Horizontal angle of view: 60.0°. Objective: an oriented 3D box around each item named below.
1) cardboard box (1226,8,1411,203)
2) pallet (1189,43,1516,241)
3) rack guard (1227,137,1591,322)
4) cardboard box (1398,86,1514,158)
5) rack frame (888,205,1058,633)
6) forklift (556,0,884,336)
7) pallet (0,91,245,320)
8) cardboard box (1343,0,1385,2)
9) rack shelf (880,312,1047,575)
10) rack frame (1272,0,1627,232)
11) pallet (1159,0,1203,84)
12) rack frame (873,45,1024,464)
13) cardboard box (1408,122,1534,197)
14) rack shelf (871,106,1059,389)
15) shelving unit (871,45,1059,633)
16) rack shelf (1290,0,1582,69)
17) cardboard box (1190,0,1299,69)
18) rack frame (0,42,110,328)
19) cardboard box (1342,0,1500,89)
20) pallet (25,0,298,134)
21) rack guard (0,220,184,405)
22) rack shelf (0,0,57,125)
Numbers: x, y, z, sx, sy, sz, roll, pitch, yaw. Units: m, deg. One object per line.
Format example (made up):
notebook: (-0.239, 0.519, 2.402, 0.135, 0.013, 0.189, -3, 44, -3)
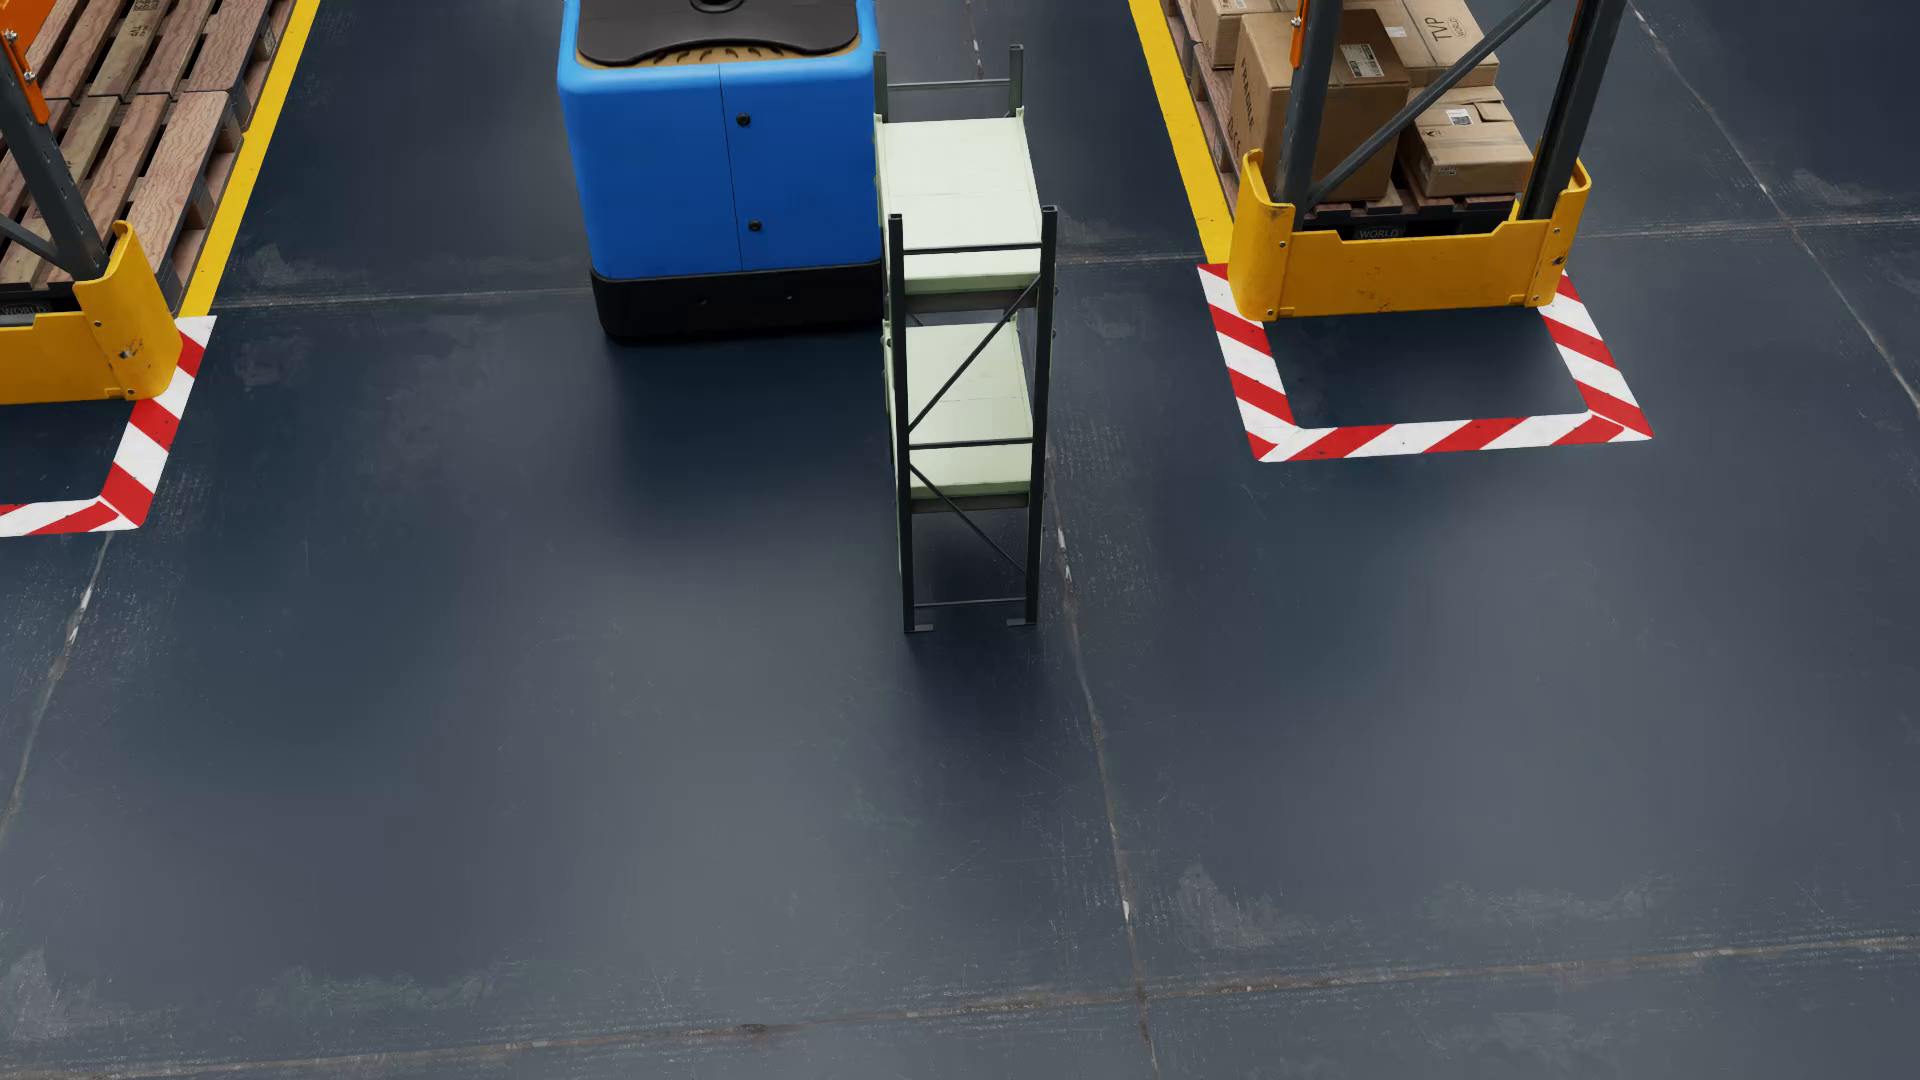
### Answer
cardboard box: (1.300, -1.590, 6.109, 0.500, 0.500, 0.500, -3, 47, -3)
pallet: (1.517, -1.593, 6.613, 1.003, 0.211, 1.213, -3, 47, -3)
rack guard: (1.585, -1.115, 5.962, 1.175, 0.500, 0.348, -3, 47, -3)
cardboard box: (1.877, -1.602, 6.349, 0.380, 0.166, 0.250, -3, 47, -3)
rack frame: (0.030, -0.256, 4.459, 0.400, 1.500, 0.023, -3, 47, -3)
forklift: (-0.908, -2.798, 5.881, 1.130, 2.935, 3.031, -5, 47, -4)
pallet: (-3.376, -1.262, 6.300, 1.003, 0.211, 1.213, -3, 47, -3)
cardboard box: (1.744, -2.260, 6.915, 0.500, 0.250, 0.500, -3, 47, -3)
rack shelf: (-0.001, -0.296, 4.947, 0.431, 0.370, 0.720, -3, 47, -3)
rack frame: (1.591, -1.920, 5.002, 1.000, 3.000, 0.127, -3, 47, -3)
pallet: (1.418, -2.473, 7.447, 1.003, 0.211, 1.213, -3, 47, -3)
rack frame: (-0.031, -0.785, 4.961, 0.400, 1.500, 0.023, -3, 47, -3)
cardboard box: (1.898, -1.415, 6.185, 0.380, 0.149, 0.250, -3, 47, -3)
rack shelf: (-0.001, -0.789, 4.427, 0.431, 0.370, 0.720, -3, 47, -3)
shelving unit: (-0.001, -0.521, 4.710, 0.431, 1.500, 0.755, -3, 47, -3)
rack shelf: (1.424, -3.120, 6.634, 1.077, 0.370, 4.000, -3, 47, -3)
cardboard box: (1.250, -2.193, 6.852, 0.500, 0.250, 0.500, -3, 47, -3)
rack frame: (-3.345, -1.622, 4.720, 1.000, 3.000, 0.127, -3, 47, -3)
cardboard box: (1.786, -1.898, 6.573, 0.500, 0.250, 0.500, -3, 47, -3)
pallet: (-3.475, -2.142, 7.134, 1.003, 0.211, 1.213, -3, 47, -3)
rack guard: (-3.330, -0.746, 5.612, 1.175, 0.500, 0.348, -3, 47, -3)
rack shelf: (-3.513, -2.821, 6.352, 1.077, 0.370, 4.000, -3, 47, -3)
